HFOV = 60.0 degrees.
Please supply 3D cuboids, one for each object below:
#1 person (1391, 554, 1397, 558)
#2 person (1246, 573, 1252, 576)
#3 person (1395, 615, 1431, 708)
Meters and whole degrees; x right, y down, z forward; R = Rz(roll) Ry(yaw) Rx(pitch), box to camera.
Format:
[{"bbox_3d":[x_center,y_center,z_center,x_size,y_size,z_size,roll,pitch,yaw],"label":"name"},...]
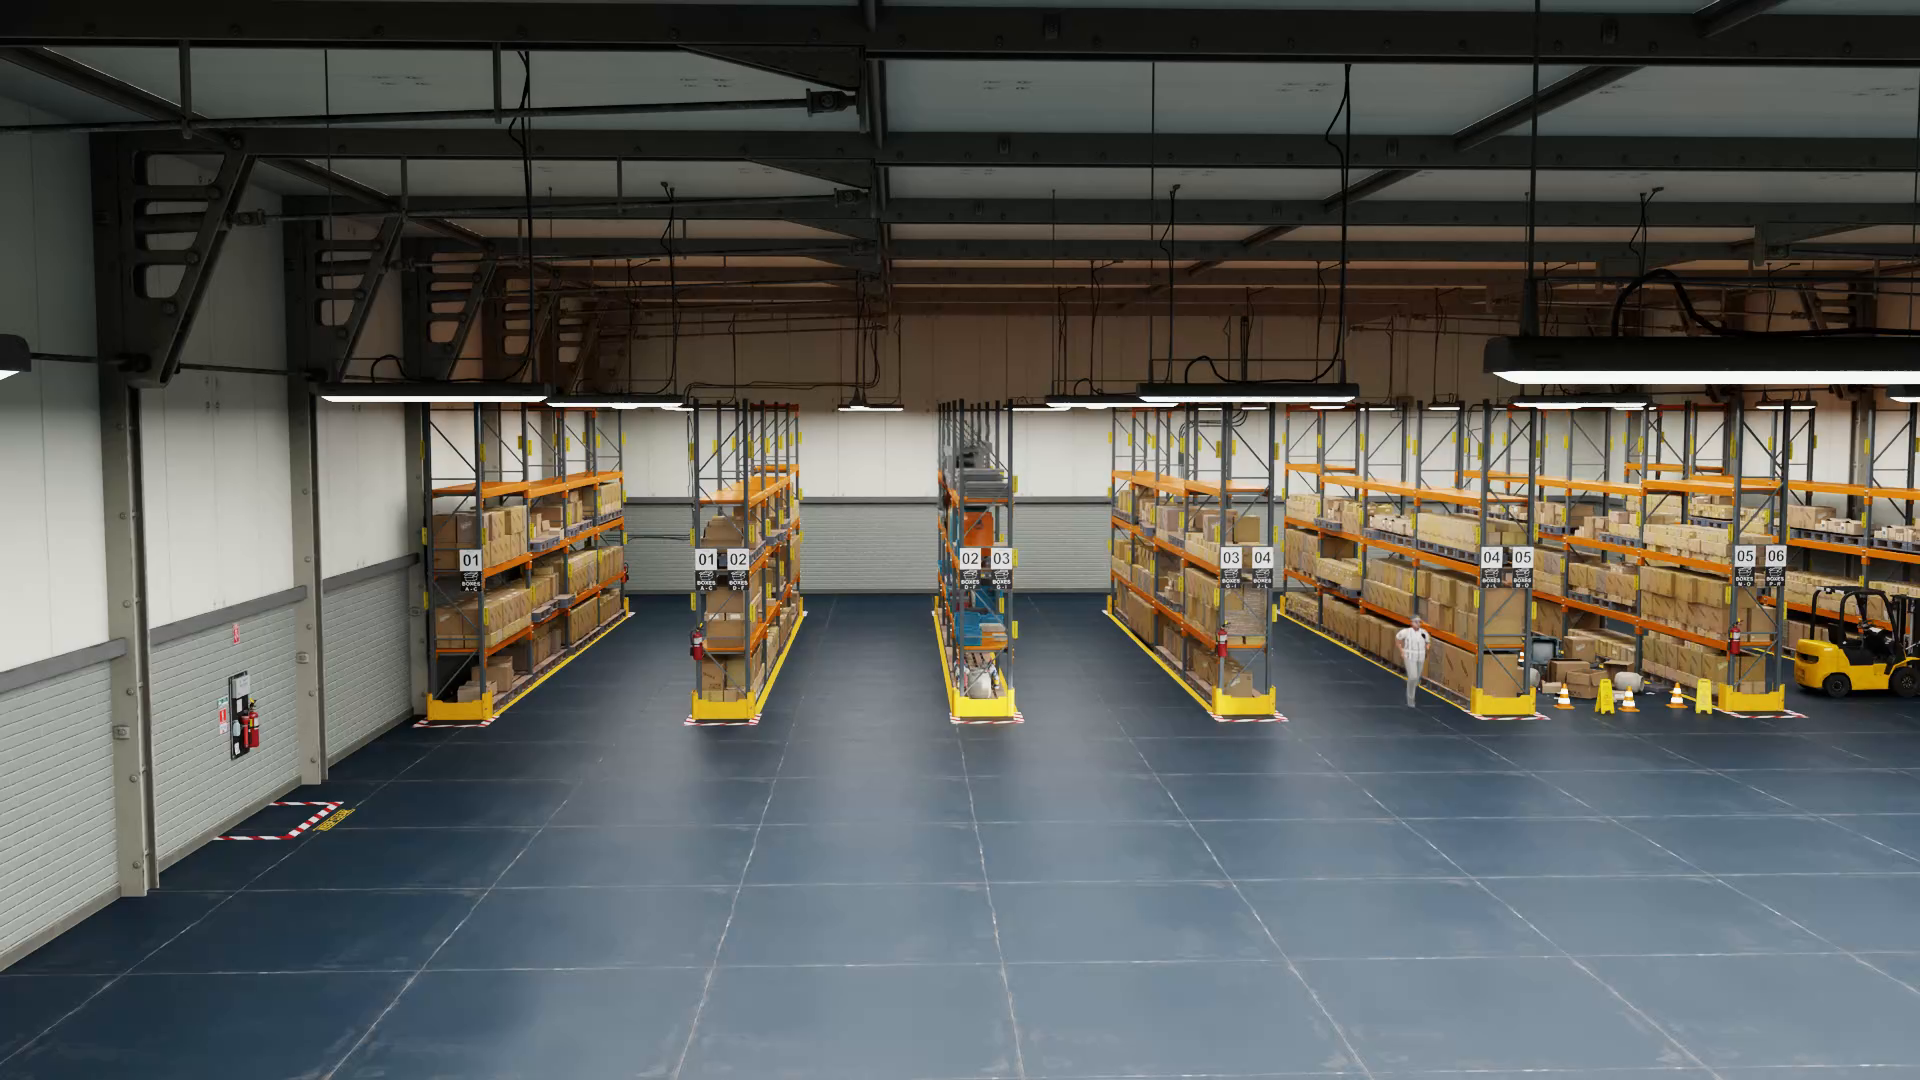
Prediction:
[{"bbox_3d":[12.829,1.192,49.224,0.764,1.553,0.556,1,4,8],"label":"person"},{"bbox_3d":[7.898,1.226,47.946,0.933,1.698,0.862,-2,5,-29],"label":"person"},{"bbox_3d":[8.930,2.376,32.641,0.638,1.851,0.767,-1,4,-11],"label":"person"}]
